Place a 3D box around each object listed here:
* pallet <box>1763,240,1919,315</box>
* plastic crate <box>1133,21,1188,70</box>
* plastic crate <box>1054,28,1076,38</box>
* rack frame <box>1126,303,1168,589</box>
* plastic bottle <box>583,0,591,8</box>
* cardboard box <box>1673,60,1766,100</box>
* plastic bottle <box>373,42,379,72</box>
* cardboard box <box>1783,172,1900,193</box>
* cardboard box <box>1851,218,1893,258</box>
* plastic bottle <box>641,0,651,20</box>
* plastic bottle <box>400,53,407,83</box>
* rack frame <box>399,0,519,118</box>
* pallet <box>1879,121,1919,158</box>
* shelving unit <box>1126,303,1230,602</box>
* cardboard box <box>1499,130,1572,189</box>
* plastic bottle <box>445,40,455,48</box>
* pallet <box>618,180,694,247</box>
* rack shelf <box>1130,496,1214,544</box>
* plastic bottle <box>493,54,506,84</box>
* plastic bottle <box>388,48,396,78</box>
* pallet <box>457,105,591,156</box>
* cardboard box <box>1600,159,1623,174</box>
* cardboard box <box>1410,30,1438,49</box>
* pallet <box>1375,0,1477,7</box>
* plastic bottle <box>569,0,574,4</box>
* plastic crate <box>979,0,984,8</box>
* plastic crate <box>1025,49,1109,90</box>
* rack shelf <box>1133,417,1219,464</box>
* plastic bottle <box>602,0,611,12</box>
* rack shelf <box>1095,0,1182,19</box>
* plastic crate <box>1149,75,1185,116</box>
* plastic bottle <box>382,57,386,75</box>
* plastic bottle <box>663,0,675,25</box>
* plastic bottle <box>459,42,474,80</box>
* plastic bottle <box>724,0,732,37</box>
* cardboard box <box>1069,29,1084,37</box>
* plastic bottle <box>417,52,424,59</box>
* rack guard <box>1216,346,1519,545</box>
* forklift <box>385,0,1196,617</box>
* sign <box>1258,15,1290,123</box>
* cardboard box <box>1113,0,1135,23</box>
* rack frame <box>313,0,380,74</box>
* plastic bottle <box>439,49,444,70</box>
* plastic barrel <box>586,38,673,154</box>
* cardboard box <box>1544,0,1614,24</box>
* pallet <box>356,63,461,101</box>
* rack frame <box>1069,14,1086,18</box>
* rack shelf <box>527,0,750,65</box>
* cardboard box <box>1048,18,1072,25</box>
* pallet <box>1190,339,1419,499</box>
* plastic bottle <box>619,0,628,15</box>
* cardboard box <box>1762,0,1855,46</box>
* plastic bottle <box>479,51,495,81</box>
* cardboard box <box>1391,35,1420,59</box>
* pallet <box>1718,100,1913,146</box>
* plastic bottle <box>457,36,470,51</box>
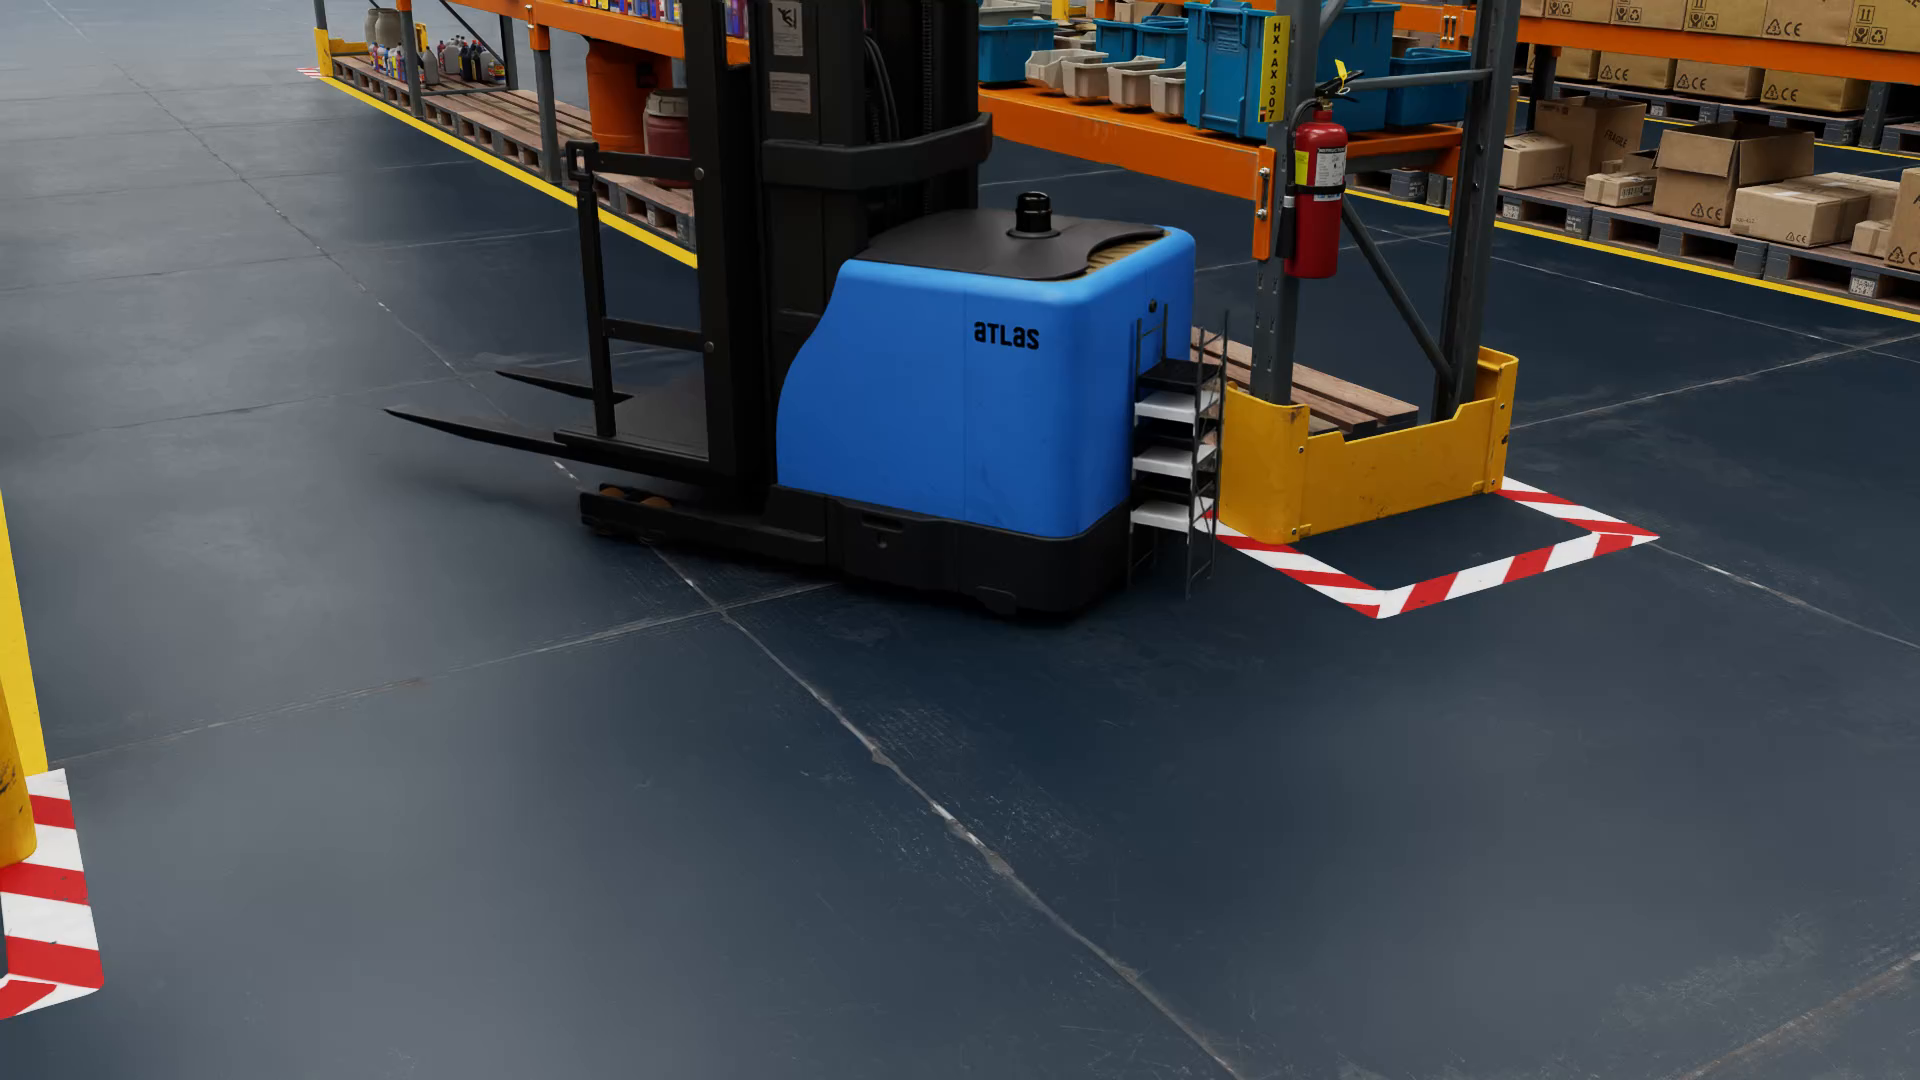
[{"bbox_3d":[5.280,-1.478,9.168,1.003,0.211,1.213,-13,25,-28],"label":"pallet"},{"bbox_3d":[0.951,-2.056,7.028,0.416,0.233,0.300,-13,25,-28],"label":"plastic crate"},{"bbox_3d":[0.226,-2.421,8.069,0.437,0.125,0.590,-13,25,-28],"label":"plastic crate"},{"bbox_3d":[0.601,-0.296,5.344,0.006,0.900,0.240,11,25,26],"label":"rack frame"},{"bbox_3d":[-2.440,-3.716,11.135,0.152,0.276,0.135,-13,25,-28],"label":"plastic bottle"},{"bbox_3d":[7.040,-4.408,14.969,0.750,0.750,0.750,-12,25,-27],"label":"cardboard box"},{"bbox_3d":[-5.948,-4.937,16.998,0.061,0.283,0.133,-12,25,-27],"label":"plastic bottle"},{"bbox_3d":[5.183,-1.972,9.746,0.500,0.250,0.500,-13,25,-28],"label":"cardboard box"},{"bbox_3d":[5.108,-1.656,9.080,0.380,0.166,0.250,-13,25,-28],"label":"cardboard box"},{"bbox_3d":[-1.890,-3.399,10.256,0.144,0.351,0.185,-13,25,-28],"label":"plastic bottle"},{"bbox_3d":[-5.338,-4.612,16.109,0.144,0.351,0.185,-14,26,-31],"label":"plastic bottle"},{"bbox_3d":[-4.663,-5.421,15.164,1.000,3.000,0.127,-13,25,-28],"label":"rack frame"},{"bbox_3d":[8.262,-3.183,13.363,1.003,0.211,1.213,-13,25,-28],"label":"pallet"},{"bbox_3d":[0.691,-0.278,5.299,0.210,0.900,0.258,11,25,26],"label":"shelving unit"},{"bbox_3d":[3.712,-2.563,11.120,0.500,0.311,0.500,-13,25,-28],"label":"cardboard box"},{"bbox_3d":[-5.286,-5.060,17.311,0.152,0.276,0.135,-12,25,-28],"label":"plastic bottle"},{"bbox_3d":[-1.562,-2.192,10.925,1.003,0.211,1.213,-13,25,-28],"label":"pallet"},{"bbox_3d":[0.691,-0.080,5.380,0.200,0.077,0.258,11,25,26],"label":"rack shelf"},{"bbox_3d":[-4.449,-4.548,16.056,0.097,0.271,0.097,0,22,0],"label":"plastic bottle"},{"bbox_3d":[-5.582,-4.736,16.512,0.152,0.276,0.135,-12,25,-27],"label":"plastic bottle"},{"bbox_3d":[-3.601,-3.487,14.109,1.003,0.211,1.213,-13,25,-28],"label":"pallet"},{"bbox_3d":[4.462,-2.426,10.998,0.380,0.149,0.250,-13,25,-28],"label":"cardboard box"},{"bbox_3d":[5.322,-5.489,18.068,0.700,0.500,0.500,-13,25,-28],"label":"cardboard box"},{"bbox_3d":[3.370,-3.973,11.858,1.003,0.211,1.213,-13,25,-28],"label":"pallet"},{"bbox_3d":[-2.641,-3.821,11.400,0.097,0.271,0.097,0,22,0],"label":"plastic bottle"},{"bbox_3d":[-0.045,-2.766,8.574,0.392,0.384,0.575,-13,25,-28],"label":"plastic crate"},{"bbox_3d":[0.429,-1.945,6.884,0.298,0.136,0.250,-13,25,-28],"label":"plastic crate"},{"bbox_3d":[0.691,-0.330,5.278,0.200,0.077,0.258,11,25,26],"label":"rack shelf"},{"bbox_3d":[-2.293,-3.593,10.822,0.061,0.283,0.133,-13,25,-28],"label":"plastic bottle"},{"bbox_3d":[0.619,-5.391,16.047,1.077,0.370,4.000,-13,25,-28],"label":"rack shelf"},{"bbox_3d":[0.895,-1.671,6.209,0.396,0.136,0.243,-13,25,-28],"label":"plastic crate"},{"bbox_3d":[-5.771,-4.801,16.771,0.097,0.201,0.097,0,22,0],"label":"plastic bottle"},{"bbox_3d":[-1.687,-3.239,9.961,0.152,0.276,0.135,-13,25,-28],"label":"plastic bottle"},{"bbox_3d":[-4.842,-4.711,16.351,0.144,0.351,0.185,-13,25,-28],"label":"plastic bottle"},{"bbox_3d":[-1.242,-2.957,9.268,0.152,0.276,0.135,-13,25,-28],"label":"plastic bottle"},{"bbox_3d":[0.890,-4.547,15.364,0.500,0.311,0.500,-13,26,-29],"label":"cardboard box"},{"bbox_3d":[-5.223,-4.614,16.213,0.152,0.276,0.135,-13,25,-28],"label":"plastic bottle"},{"bbox_3d":[1.490,-0.373,6.065,1.175,0.500,0.348,-13,25,-28],"label":"rack guard"},{"bbox_3d":[-0.751,-1.500,5.608,3.031,2.935,1.130,11,25,26],"label":"forklift"},{"bbox_3d":[1.002,-1.501,5.303,0.100,0.325,0.005,-13,25,-28],"label":"sign"},{"bbox_3d":[2.378,-7.153,22.413,0.500,0.311,0.500,-10,24,-24],"label":"cardboard box"},{"bbox_3d":[-6.706,-6.715,18.349,1.000,3.000,0.127,-13,25,-28],"label":"rack frame"},{"bbox_3d":[-5.313,-4.951,17.140,0.097,0.201,0.097,0,22,0],"label":"plastic bottle"},{"bbox_3d":[-2.355,-3.160,11.926,0.600,0.830,0.708,-13,25,-28],"label":"plastic barrel"},{"bbox_3d":[3.974,-3.446,10.174,0.500,0.500,0.500,-12,25,-27],"label":"cardboard box"},{"bbox_3d":[-5.597,-4.750,17.216,1.003,0.211,1.213,-13,25,-28],"label":"pallet"},{"bbox_3d":[1.811,-8.621,23.038,1.000,3.000,0.127,-13,25,-28],"label":"rack frame"},{"bbox_3d":[-1.598,-3.145,10.521,1.077,0.370,4.000,-13,25,-28],"label":"rack shelf"},{"bbox_3d":[0.828,-4.984,16.439,0.500,0.311,0.500,-13,25,-29],"label":"cardboard box"},{"bbox_3d":[1.079,-0.519,6.807,1.003,0.211,1.213,-13,25,-28],"label":"pallet"},{"bbox_3d":[-2.125,-3.487,10.561,0.061,0.283,0.133,-13,25,-28],"label":"plastic bottle"},{"bbox_3d":[4.746,-2.956,8.968,0.500,0.500,0.500,-12,25,-28],"label":"cardboard box"},{"bbox_3d":[-4.637,-4.649,16.300,0.152,0.276,0.135,-12,25,-26],"label":"plastic bottle"},{"bbox_3d":[3.136,-3.703,12.677,0.500,0.250,0.500,-13,25,-28],"label":"cardboard box"},{"bbox_3d":[7.482,-3.680,14.585,1.003,0.211,1.213,-13,25,-28],"label":"pallet"},{"bbox_3d":[-5.032,-4.937,16.908,0.144,0.351,0.185,-13,25,-29],"label":"plastic bottle"}]
